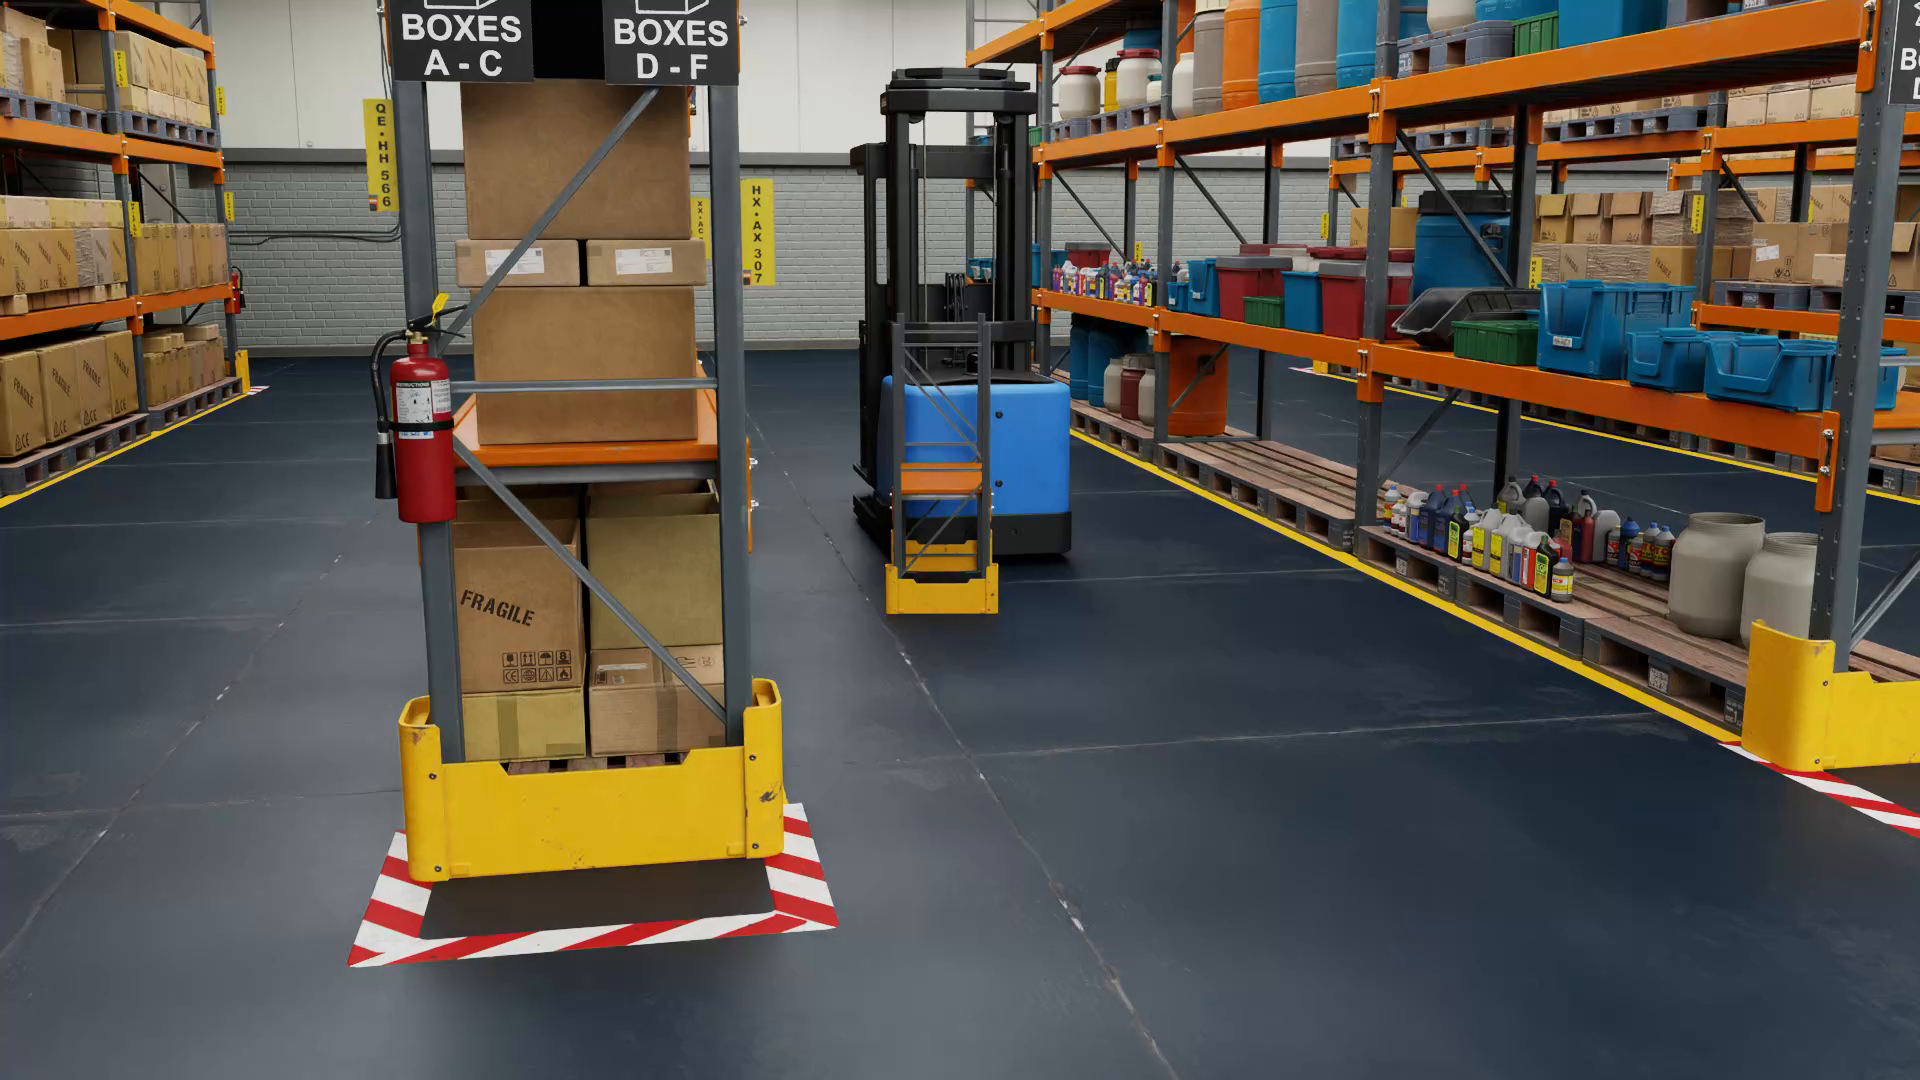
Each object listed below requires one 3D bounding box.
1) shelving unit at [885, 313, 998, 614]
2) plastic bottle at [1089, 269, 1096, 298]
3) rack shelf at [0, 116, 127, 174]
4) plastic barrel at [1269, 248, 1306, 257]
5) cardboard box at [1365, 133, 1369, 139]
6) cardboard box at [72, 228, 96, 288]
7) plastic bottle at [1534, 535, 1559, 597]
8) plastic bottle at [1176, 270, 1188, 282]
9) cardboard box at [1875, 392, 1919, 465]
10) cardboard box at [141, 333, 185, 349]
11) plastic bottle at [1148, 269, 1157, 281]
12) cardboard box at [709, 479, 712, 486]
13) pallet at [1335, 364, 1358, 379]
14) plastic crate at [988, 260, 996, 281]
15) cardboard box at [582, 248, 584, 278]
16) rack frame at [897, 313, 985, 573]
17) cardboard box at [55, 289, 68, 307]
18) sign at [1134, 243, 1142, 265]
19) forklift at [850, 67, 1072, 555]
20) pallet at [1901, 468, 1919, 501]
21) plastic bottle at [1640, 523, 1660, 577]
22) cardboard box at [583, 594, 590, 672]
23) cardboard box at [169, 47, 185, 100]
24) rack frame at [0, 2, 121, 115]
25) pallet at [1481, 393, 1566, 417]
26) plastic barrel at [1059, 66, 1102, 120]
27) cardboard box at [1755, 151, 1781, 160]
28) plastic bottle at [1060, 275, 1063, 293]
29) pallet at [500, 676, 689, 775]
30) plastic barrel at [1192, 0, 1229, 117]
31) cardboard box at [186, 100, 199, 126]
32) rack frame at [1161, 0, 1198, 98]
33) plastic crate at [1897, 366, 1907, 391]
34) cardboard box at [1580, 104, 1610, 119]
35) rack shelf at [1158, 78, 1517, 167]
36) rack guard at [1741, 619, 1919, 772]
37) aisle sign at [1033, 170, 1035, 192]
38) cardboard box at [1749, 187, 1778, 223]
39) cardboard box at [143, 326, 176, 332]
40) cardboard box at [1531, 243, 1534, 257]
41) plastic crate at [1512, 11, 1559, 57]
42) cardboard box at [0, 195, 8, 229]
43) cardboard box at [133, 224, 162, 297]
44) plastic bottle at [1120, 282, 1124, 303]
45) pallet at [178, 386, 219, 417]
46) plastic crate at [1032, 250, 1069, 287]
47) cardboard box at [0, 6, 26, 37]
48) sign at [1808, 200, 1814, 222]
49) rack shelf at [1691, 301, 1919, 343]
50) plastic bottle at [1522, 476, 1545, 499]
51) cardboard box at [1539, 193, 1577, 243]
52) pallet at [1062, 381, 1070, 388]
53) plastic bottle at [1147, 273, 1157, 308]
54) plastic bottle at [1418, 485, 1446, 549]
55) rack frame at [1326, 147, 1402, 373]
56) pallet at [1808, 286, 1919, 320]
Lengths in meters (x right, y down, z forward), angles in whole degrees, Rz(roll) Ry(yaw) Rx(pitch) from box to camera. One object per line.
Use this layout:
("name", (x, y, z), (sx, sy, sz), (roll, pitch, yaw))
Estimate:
("shelving unit", (-0.101, -0.453, 9.066), (0.587, 1.500, 1.083), (0, 11, -1))
("plastic bottle", (1.290, -2.455, 15.918), (0.097, 0.271, 0.097), (0, 11, 0))
("rack shelf", (-7.976, -3.245, 13.624), (1.077, 0.370, 4.000), (-2, 11, -11))
("plastic barrel", (2.540, -1.992, 12.842), (0.421, 0.512, 0.421), (0, 11, 0))
("cardboard box", (5.578, -5.343, 21.063), (0.700, 0.500, 0.500), (-3, 11, -13))
("cardboard box", (-7.830, -2.435, 14.353), (0.500, 0.500, 0.500), (-2, 11, -11))
("plastic bottle", (2.859, 0.126, 8.102), (0.061, 0.283, 0.133), (-2, 11, -10))
("plastic bottle", (2.094, -2.403, 15.629), (0.152, 0.276, 0.135), (-2, 11, -11))
("cardboard box", (7.485, -0.857, 12.685), (0.700, 0.500, 0.500), (-3, 11, -16))
("cardboard box", (-8.399, -2.095, 17.506), (0.380, 0.149, 0.250), (-2, 11, -13))
("plastic bottle", (1.868, -2.493, 16.118), (0.097, 0.271, 0.097), (0, 11, 0))
("cardboard box", (-1.348, -0.077, 7.304), (0.500, 0.500, 0.500), (-2, 11, -11))
("pallet", (5.665, -2.252, 21.963), (1.003, 0.211, 1.213), (-2, 11, -11))
("plastic crate", (0.556, -3.234, 19.952), (0.416, 0.233, 0.300), (-2, 11, -11))
("cardboard box", (-1.536, -0.997, 5.911), (0.380, 0.149, 0.250), (-2, 11, -12))
("rack frame", (-0.107, -0.547, 9.557), (0.500, 1.500, 0.032), (0, 11, -1))
("cardboard box", (-7.777, -2.042, 14.023), (0.380, 0.149, 0.250), (-2, 11, -9))
("sign", (1.893, -3.007, 17.735), (0.100, 0.325, 0.005), (-2, 11, -11))
("forklift", (-0.123, -1.555, 11.029), (1.130, 2.935, 3.031), (-2, 11, -11))
("pallet", (7.614, -0.338, 11.905), (1.003, 0.211, 1.213), (-2, 11, -11))
("plastic bottle", (3.554, 0.048, 8.541), (0.097, 0.271, 0.097), (0, 11, 0))
("cardboard box", (-1.775, 0.403, 6.790), (0.500, 0.250, 0.500), (-2, 11, -11))
("cardboard box", (-8.537, -4.937, 17.595), (0.500, 0.500, 0.500), (-3, 11, -14))
("rack frame", (-8.365, -5.439, 15.203), (1.000, 3.000, 0.127), (-2, 11, -11))
("pallet", (6.435, -1.523, 18.135), (1.003, 0.211, 1.213), (-2, 11, -11))
("plastic barrel", (1.209, -4.493, 16.770), (0.433, 0.535, 0.433), (0, 11, 0))
("cardboard box", (10.455, -4.950, 21.059), (0.500, 0.250, 0.500), (-2, 11, -11))
("plastic bottle", (1.072, -2.626, 17.005), (0.097, 0.201, 0.097), (0, 11, 0))
("pallet", (-1.363, 0.760, 6.141), (1.003, 0.211, 1.213), (-2, 11, -11))
("plastic barrel", (2.078, -3.679, 12.643), (0.600, 0.901, 0.600), (0, 11, 0))
("cardboard box", (-8.638, -4.660, 18.147), (0.500, 0.250, 0.500), (-3, 11, -13))
("rack frame", (2.131, -5.065, 13.242), (1.000, 3.000, 0.127), (-2, 11, -11))
("plastic crate", (3.828, -0.697, 7.042), (0.298, 0.136, 0.250), (-2, 11, -11))
("cardboard box", (6.571, -4.403, 16.384), (0.797, 0.503, 0.637), (-2, 11, -12))
("rack shelf", (2.520, -2.871, 11.662), (1.077, 0.370, 4.000), (-2, 11, -11))
("rack guard", (3.626, 0.565, 6.392), (1.175, 0.500, 0.348), (-2, 11, -11))
("aisle sign", (0.848, -4.886, 21.394), (0.394, 0.787, 0.004), (-2, 11, -11))
("cardboard box", (10.431, -4.240, 21.213), (0.500, 0.500, 0.500), (-2, 11, -13))
("cardboard box", (-9.030, -2.320, 18.691), (0.380, 0.149, 0.250), (-2, 11, -11))
("cardboard box", (6.154, -2.895, 17.619), (0.500, 0.500, 0.500), (-2, 11, -11))
("plastic crate", (2.948, -2.455, 8.115), (0.336, 0.188, 0.450), (-2, 11, -11))
("cardboard box", (-7.428, -2.429, 12.315), (0.500, 0.250, 0.500), (-2, 11, -10))
("cardboard box", (-8.455, -2.739, 16.262), (0.980, 0.700, 0.700), (-2, 11, -10))
("plastic bottle", (1.489, -2.233, 14.936), (0.097, 0.201, 0.097), (0, 11, 0))
("pallet", (-8.677, -1.488, 17.951), (1.003, 0.211, 1.213), (-2, 11, -11))
("plastic crate", (0.927, -2.947, 18.038), (0.392, 0.384, 0.575), (-2, 11, -11))
("cardboard box", (-8.201, -4.332, 13.961), (0.500, 0.250, 0.500), (-2, 11, -13))
("sign", (7.520, -2.850, 14.761), (0.100, 0.325, 0.005), (-2, 11, -11))
("rack shelf", (7.378, -1.578, 12.889), (1.077, 0.370, 4.000), (-2, 11, -11))
("plastic bottle", (3.317, -0.192, 9.589), (0.144, 0.351, 0.185), (-2, 11, -13))
("cardboard box", (6.466, -3.331, 17.223), (0.797, 0.503, 0.637), (-2, 11, -10))
("pallet", (1.172, -1.615, 18.619), (1.003, 0.211, 1.213), (-2, 11, -11))
("plastic bottle", (1.634, -2.120, 14.122), (0.061, 0.283, 0.133), (-2, 11, -11))
("plastic bottle", (2.659, -0.136, 9.298), (0.144, 0.351, 0.185), (-2, 11, -9))
("rack frame", (5.433, -3.766, 22.458), (1.000, 3.000, 0.127), (-2, 11, -11))
("pallet", (7.414, -1.842, 12.867), (1.003, 0.211, 1.213), (-2, 11, -11))
